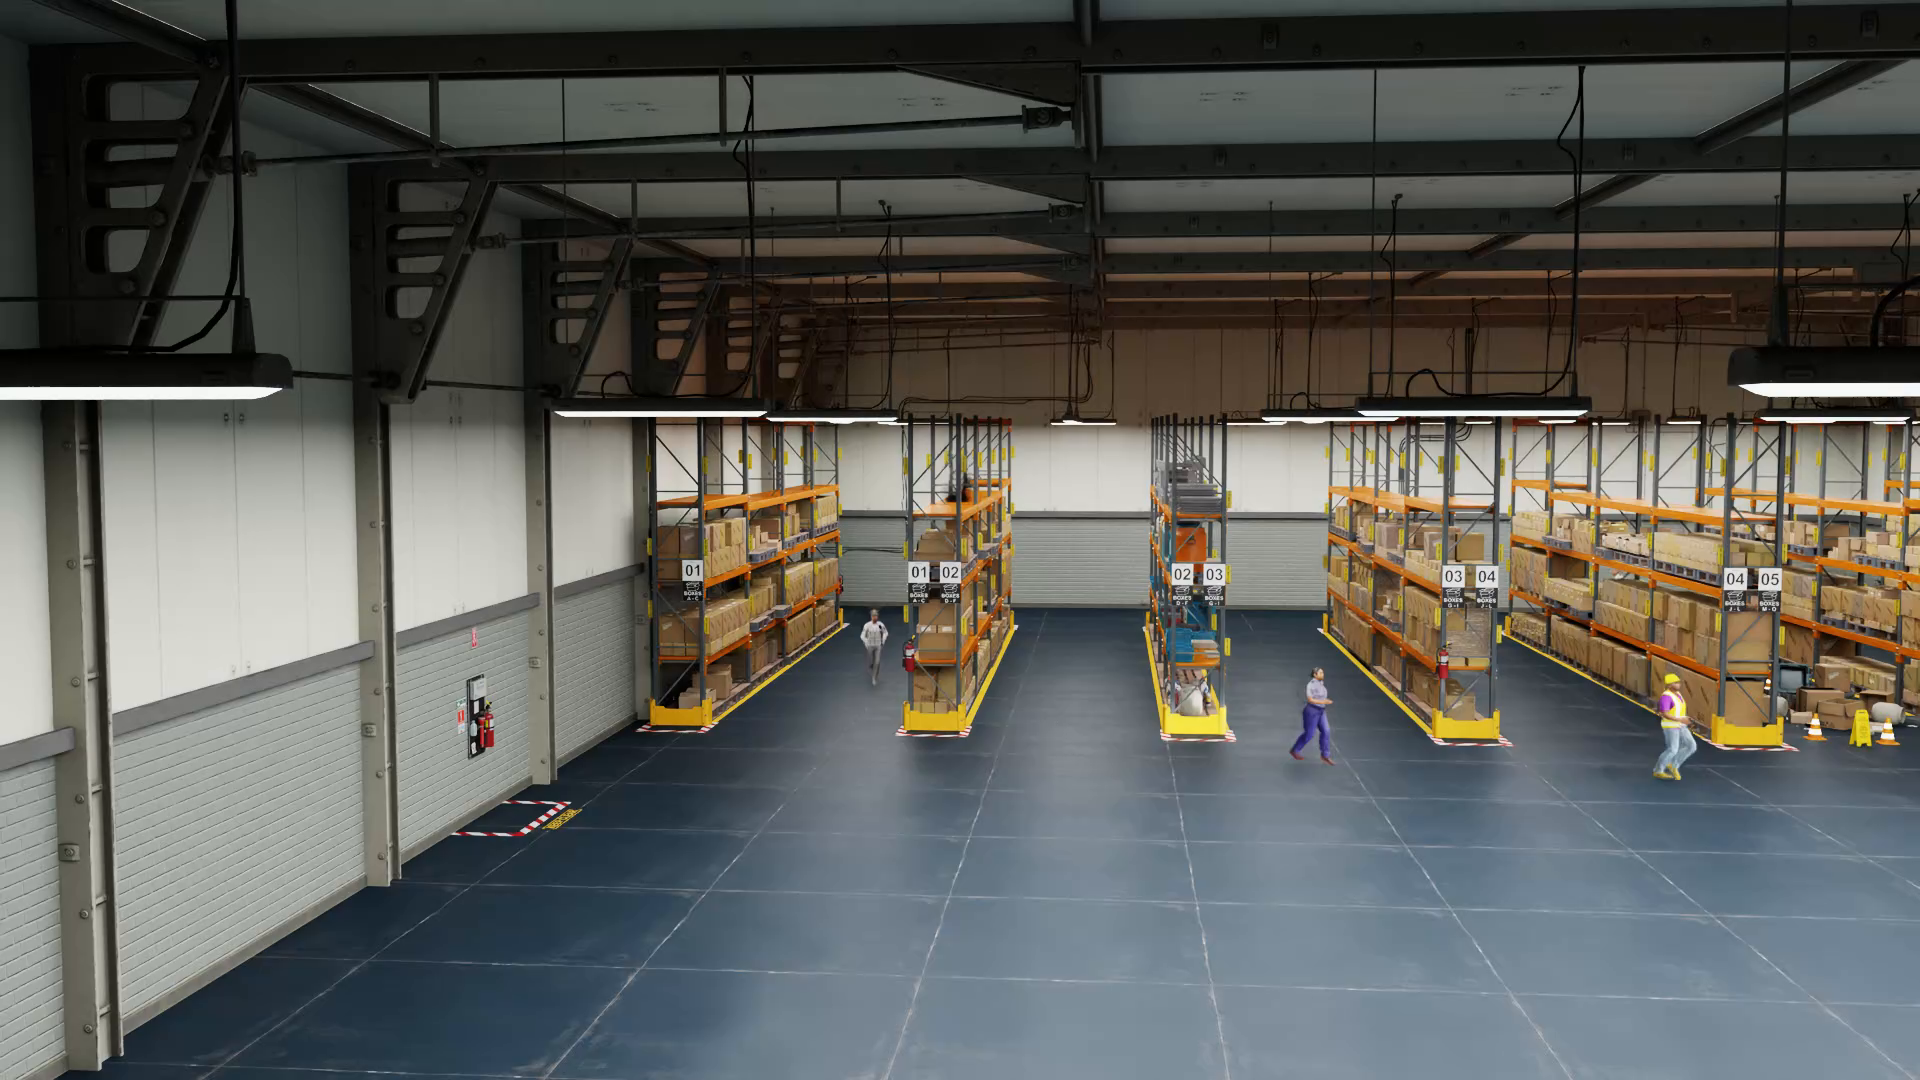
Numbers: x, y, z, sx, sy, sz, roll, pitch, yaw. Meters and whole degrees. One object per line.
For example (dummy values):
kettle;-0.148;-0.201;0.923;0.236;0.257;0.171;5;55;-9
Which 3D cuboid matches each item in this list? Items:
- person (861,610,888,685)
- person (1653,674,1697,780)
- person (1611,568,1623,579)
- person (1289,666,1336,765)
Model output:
person;-1.914;2.386;37.370;0.617;1.671;0.696;0;4;-6
person;11.621;3.038;27.015;0.712;1.737;0.652;-4;5;-44
person;18.683;1.661;47.167;1.060;1.805;0.719;0;4;7
person;6.023;3.001;28.367;0.770;1.714;0.622;3;5;34
